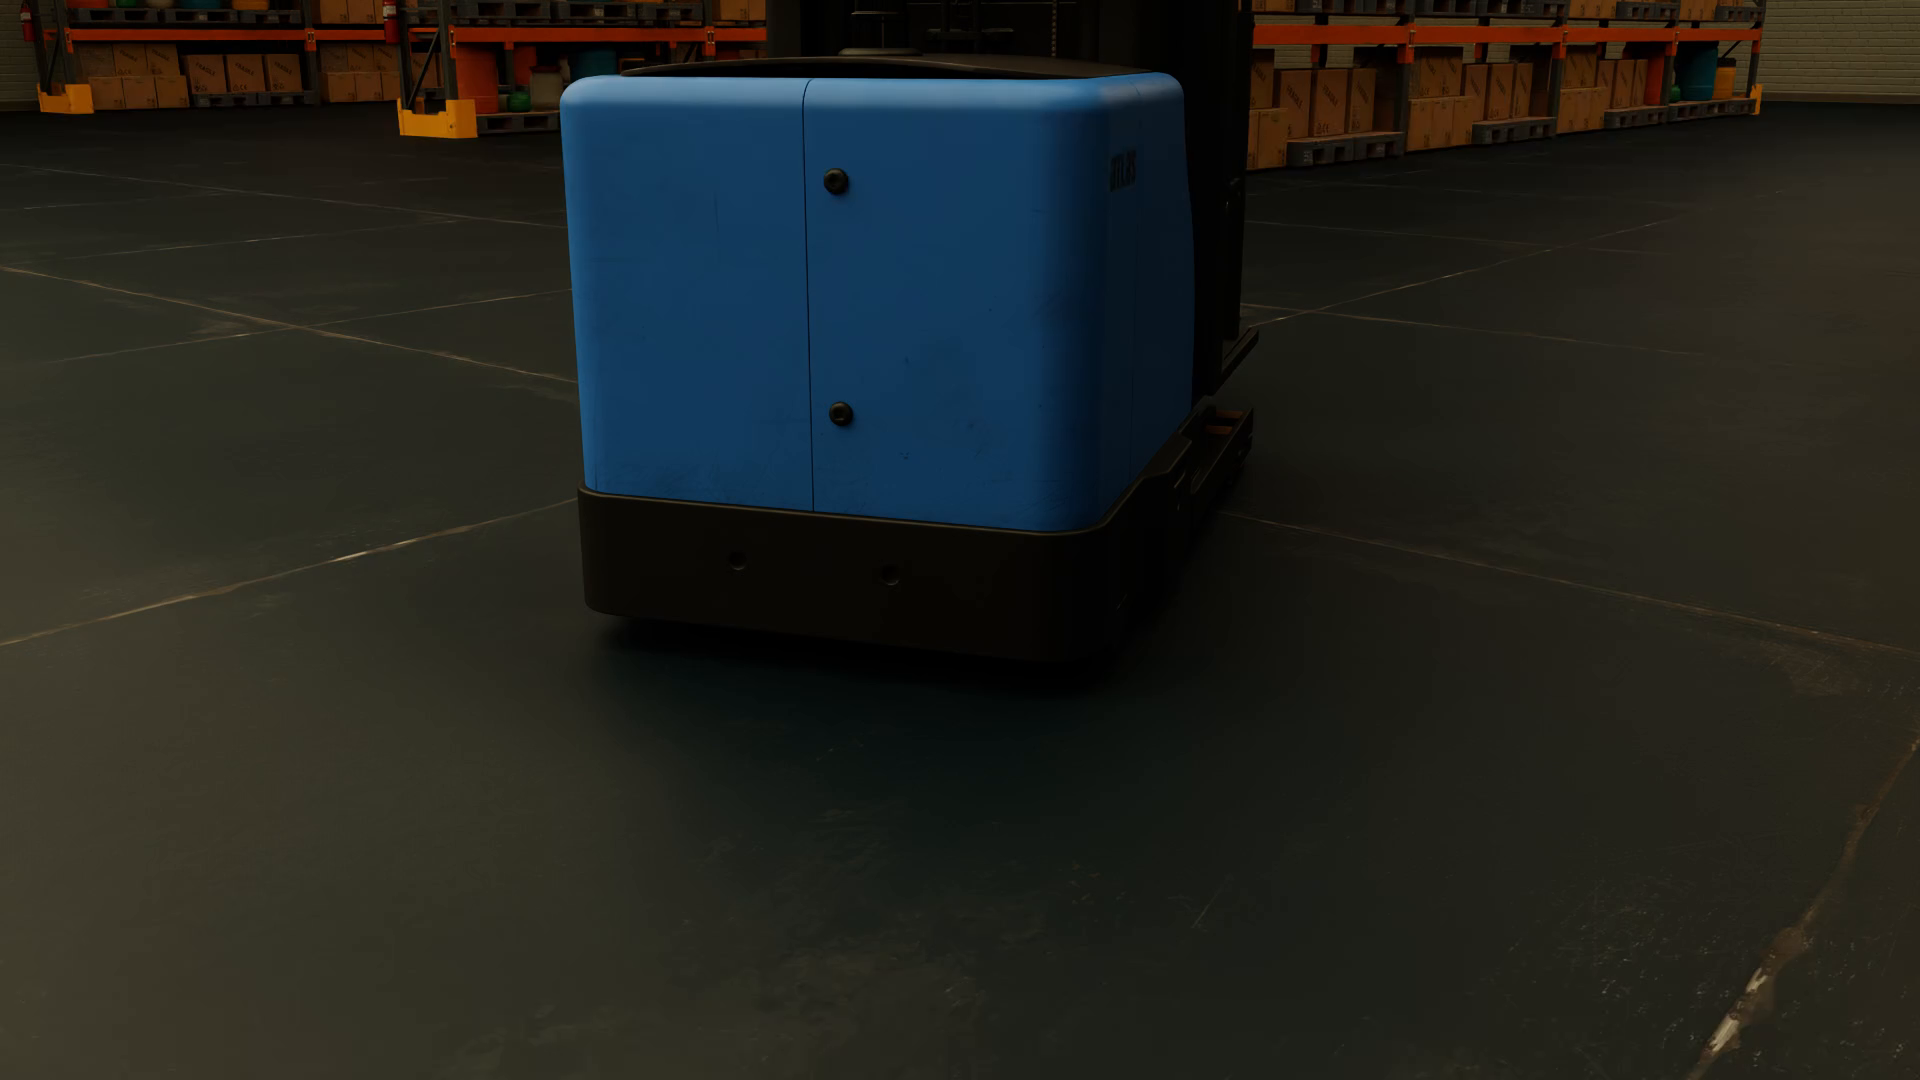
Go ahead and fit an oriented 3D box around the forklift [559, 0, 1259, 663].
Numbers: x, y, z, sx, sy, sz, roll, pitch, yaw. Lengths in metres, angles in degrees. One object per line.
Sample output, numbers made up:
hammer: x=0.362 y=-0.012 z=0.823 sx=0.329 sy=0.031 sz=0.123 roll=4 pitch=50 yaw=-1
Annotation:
forklift: x=0.182 y=-1.571 z=4.072 sx=1.130 sy=2.935 sz=3.031 roll=5 pitch=18 yaw=17
